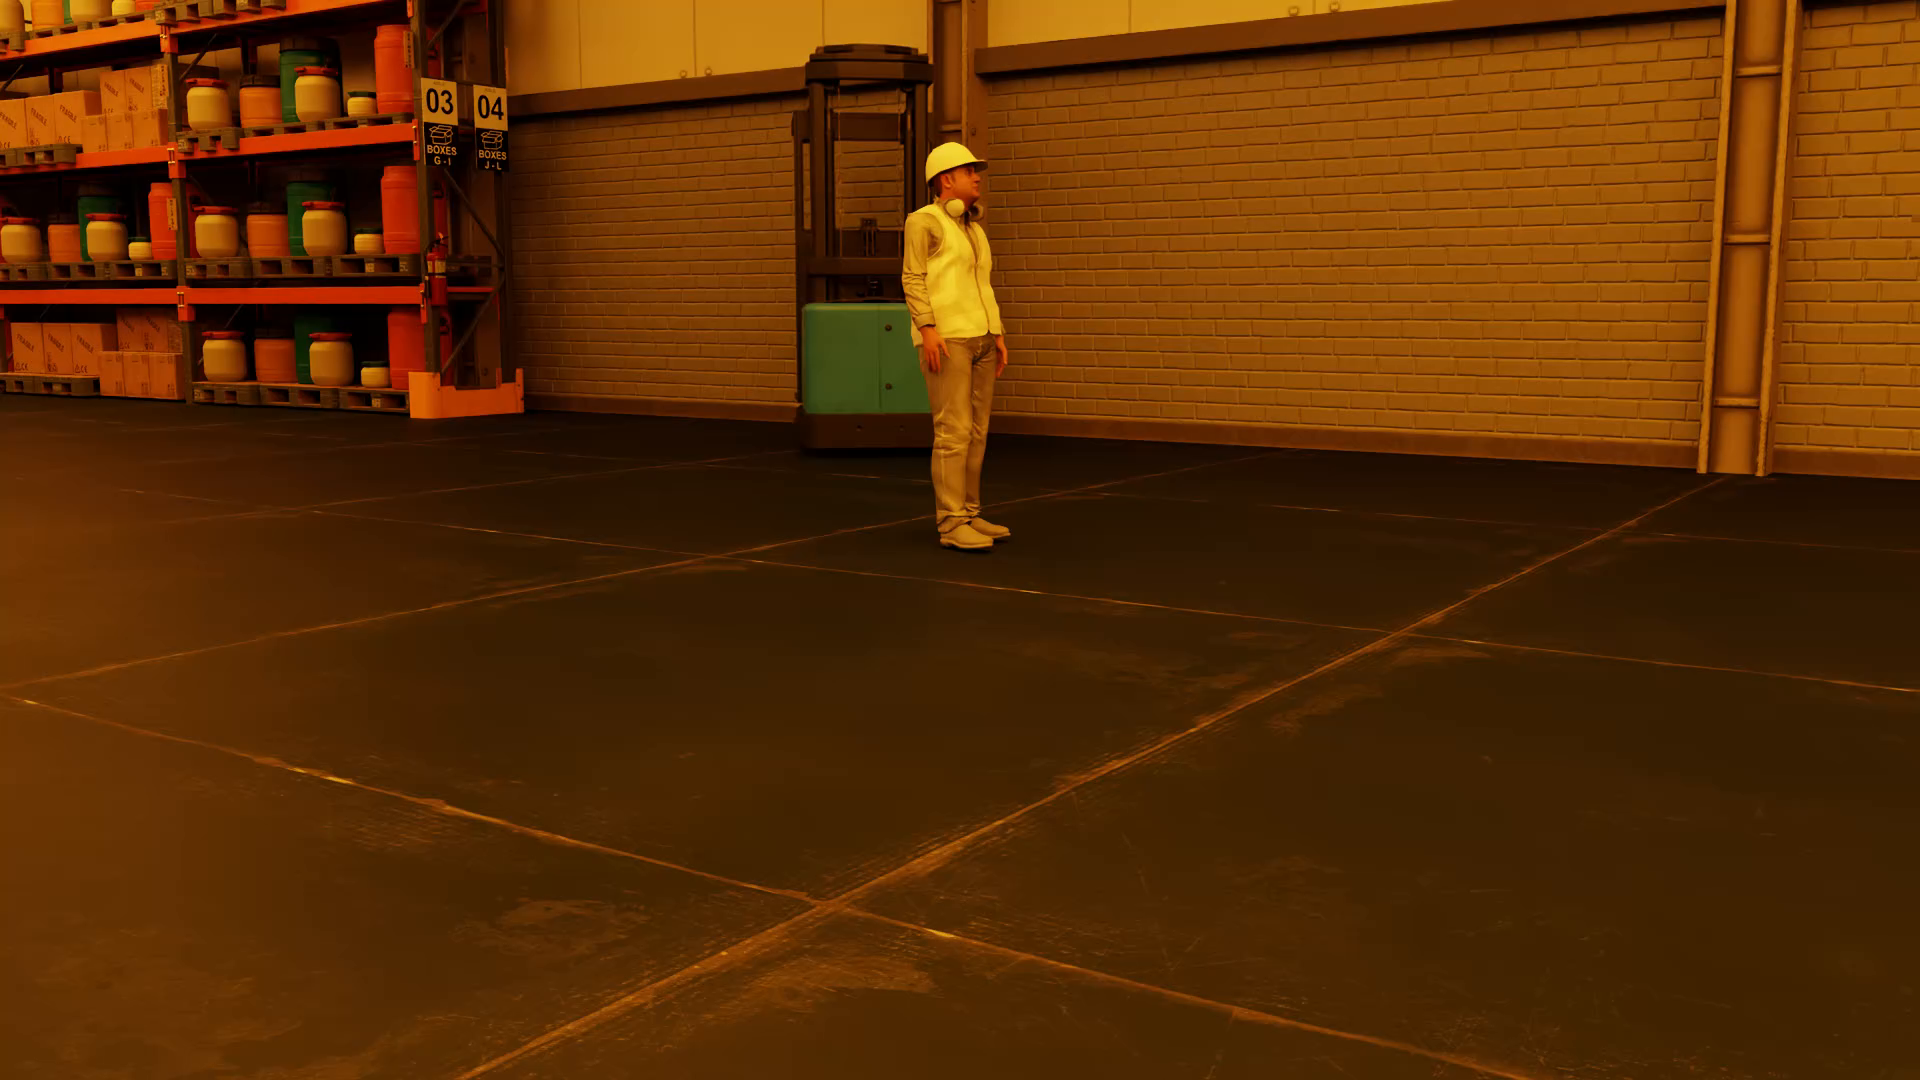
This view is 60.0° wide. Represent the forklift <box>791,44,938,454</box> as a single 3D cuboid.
[{"bbox_3d":[-0.739,-2.234,12.905,1.130,2.935,3.031,-1,8,-7],"label":"forklift"}]

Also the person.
[{"bbox_3d":[0.048,-0.880,7.437,0.566,1.775,0.634,5,10,34],"label":"person"}]
